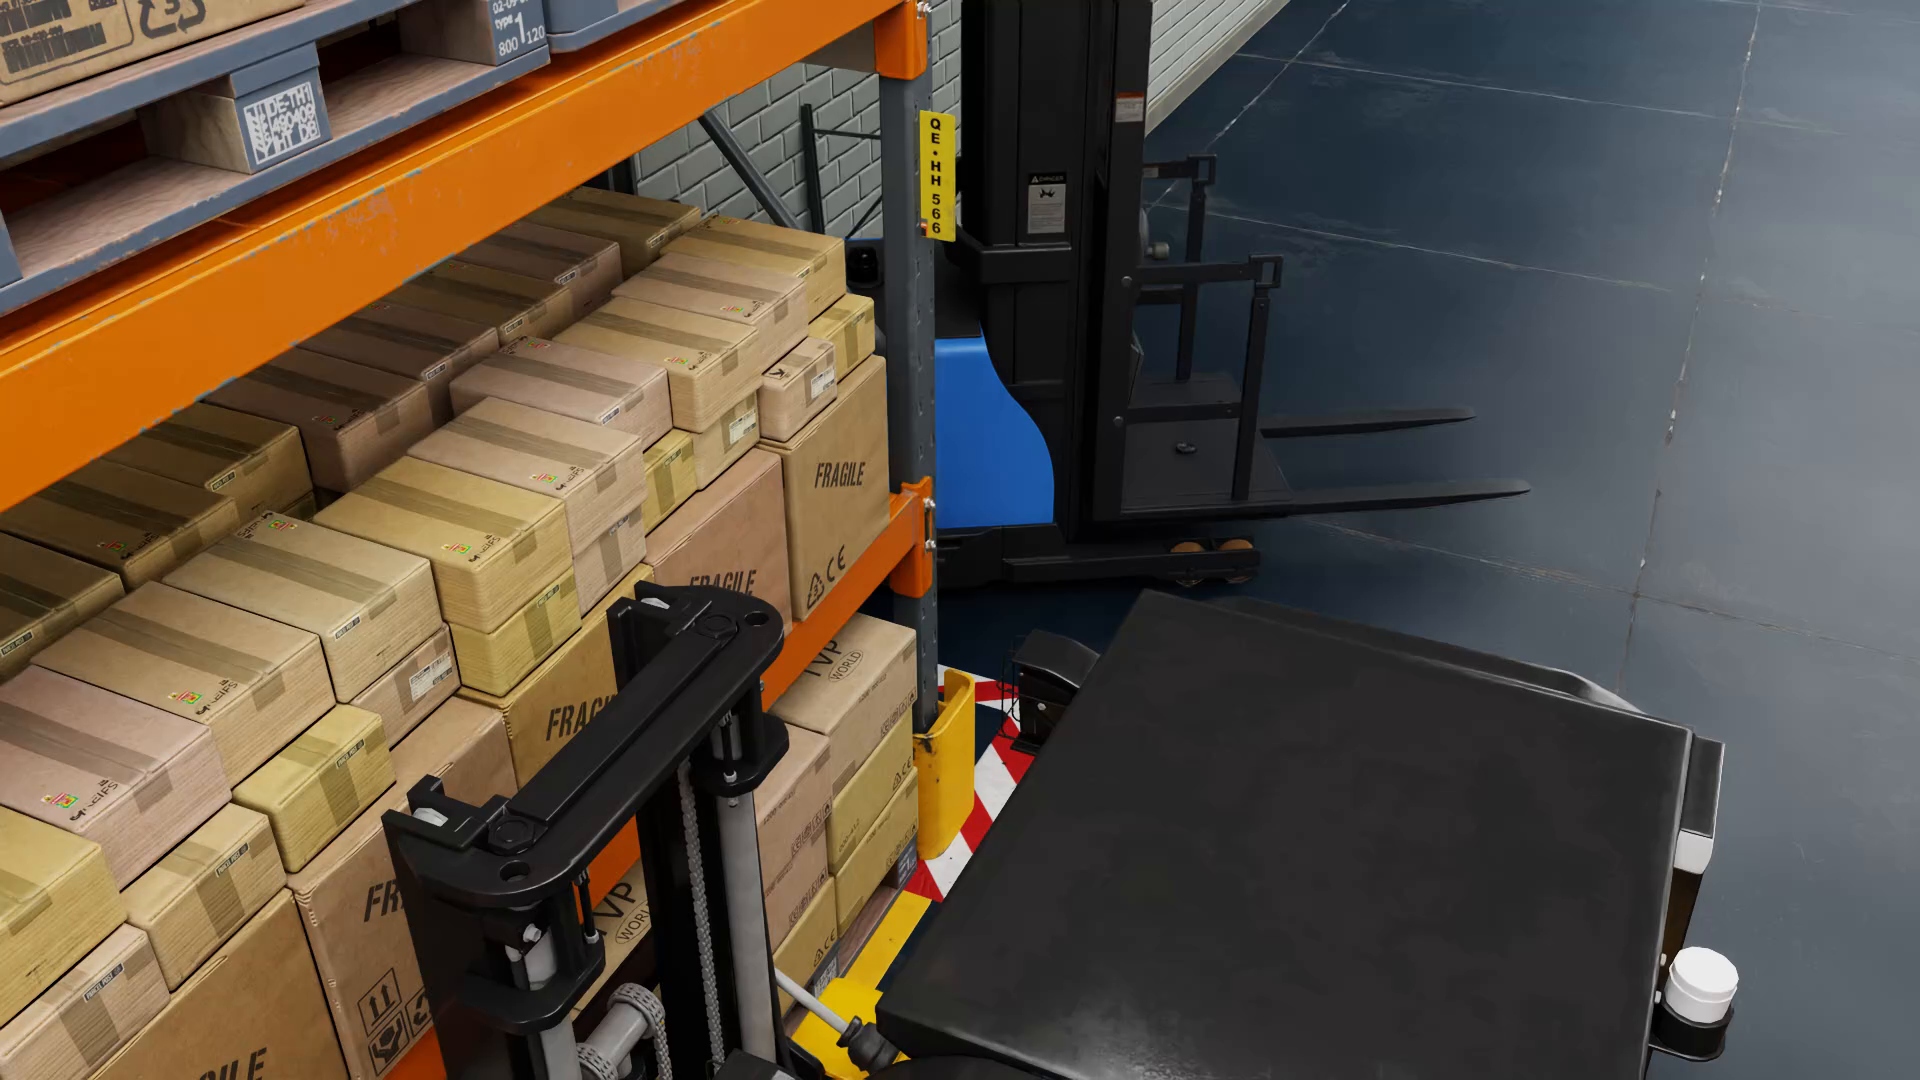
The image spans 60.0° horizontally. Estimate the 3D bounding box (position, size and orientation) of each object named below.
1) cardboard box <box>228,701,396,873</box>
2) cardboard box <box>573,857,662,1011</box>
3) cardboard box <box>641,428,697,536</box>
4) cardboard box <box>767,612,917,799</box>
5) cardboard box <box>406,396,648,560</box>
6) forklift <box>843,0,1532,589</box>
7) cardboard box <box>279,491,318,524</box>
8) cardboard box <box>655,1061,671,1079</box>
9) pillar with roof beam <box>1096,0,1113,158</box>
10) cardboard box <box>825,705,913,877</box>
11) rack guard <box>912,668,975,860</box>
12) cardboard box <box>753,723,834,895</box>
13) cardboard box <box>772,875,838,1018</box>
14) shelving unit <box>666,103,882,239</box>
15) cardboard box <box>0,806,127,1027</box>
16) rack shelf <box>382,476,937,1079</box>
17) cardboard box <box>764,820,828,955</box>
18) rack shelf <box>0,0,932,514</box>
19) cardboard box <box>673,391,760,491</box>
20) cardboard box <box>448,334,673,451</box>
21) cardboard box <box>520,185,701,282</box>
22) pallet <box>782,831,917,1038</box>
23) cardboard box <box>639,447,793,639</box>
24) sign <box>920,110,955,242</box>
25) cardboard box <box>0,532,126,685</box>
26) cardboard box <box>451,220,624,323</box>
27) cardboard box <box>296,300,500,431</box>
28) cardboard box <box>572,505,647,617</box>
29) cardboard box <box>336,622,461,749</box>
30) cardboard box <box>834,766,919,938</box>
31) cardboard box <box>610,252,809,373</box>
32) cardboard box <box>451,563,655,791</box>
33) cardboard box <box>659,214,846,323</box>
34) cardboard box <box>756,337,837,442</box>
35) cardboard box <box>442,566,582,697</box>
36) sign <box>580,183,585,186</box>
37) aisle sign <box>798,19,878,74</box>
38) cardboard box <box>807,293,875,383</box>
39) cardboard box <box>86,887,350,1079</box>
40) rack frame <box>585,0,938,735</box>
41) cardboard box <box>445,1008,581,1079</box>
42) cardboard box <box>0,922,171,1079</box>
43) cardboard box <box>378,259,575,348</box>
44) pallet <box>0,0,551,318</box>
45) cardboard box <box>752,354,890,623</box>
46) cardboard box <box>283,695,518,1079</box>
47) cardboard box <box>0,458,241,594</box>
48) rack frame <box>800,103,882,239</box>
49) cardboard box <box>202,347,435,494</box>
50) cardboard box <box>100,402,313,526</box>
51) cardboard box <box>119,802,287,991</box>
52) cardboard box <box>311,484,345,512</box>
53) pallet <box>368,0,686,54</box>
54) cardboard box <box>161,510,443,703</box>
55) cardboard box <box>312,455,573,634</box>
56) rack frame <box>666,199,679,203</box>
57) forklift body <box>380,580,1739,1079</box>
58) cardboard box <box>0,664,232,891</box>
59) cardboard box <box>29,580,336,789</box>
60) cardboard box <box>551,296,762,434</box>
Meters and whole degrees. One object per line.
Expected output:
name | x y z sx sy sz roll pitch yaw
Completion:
cardboard box | -1.181 0.370 2.768 0.380 0.149 0.250 13 36 20
cardboard box | -0.865 0.921 3.823 0.500 0.250 0.500 15 36 21
cardboard box | -0.794 -0.151 3.562 0.380 0.149 0.250 14 36 20
cardboard box | -0.454 0.412 4.599 0.500 0.250 0.500 15 36 22
cardboard box | -0.843 -0.127 3.255 0.380 0.149 0.250 15 36 22
forklift | 0.748 -1.336 6.114 3.031 2.935 1.130 -3 33 -5
cardboard box | -1.525 -0.025 3.369 0.380 0.149 0.250 15 36 22
cardboard box | -0.881 1.143 3.939 0.500 0.250 0.500 13 36 19
pillar with roof beam | 4.765 -4.815 5.886 9.100 9.000 0.400 14 36 20
cardboard box | -0.465 0.634 4.716 0.500 0.250 0.500 14 36 20
rack guard | -0.535 0.588 5.397 1.175 0.500 0.348 14 36 20
cardboard box | -0.663 0.667 4.209 0.500 0.250 0.500 15 36 21
cardboard box | -0.671 1.081 4.490 0.500 0.250 0.500 14 36 20
shelving unit | -0.568 -0.795 6.562 0.587 1.500 1.083 11 36 21
cardboard box | -1.405 0.499 2.300 0.380 0.149 0.250 14 36 20
rack shelf | -1.382 0.852 3.372 1.077 0.370 4.000 14 36 20
cardboard box | -0.684 0.881 4.339 0.500 0.250 0.500 14 36 20
rack shelf | -1.382 -0.403 2.549 1.077 0.370 4.000 14 36 20
cardboard box | -0.680 -0.272 3.747 0.380 0.149 0.250 15 36 21
cardboard box | -0.835 -0.282 3.491 0.380 0.149 0.250 14 36 21
cardboard box | -0.880 -0.764 4.226 0.380 0.149 0.250 13 36 20
pallet | -0.827 1.111 4.862 1.003 0.211 1.213 14 36 20
cardboard box | -0.738 0.075 3.810 0.500 0.500 0.500 15 36 22
sign | -0.058 -0.897 4.111 0.100 0.325 0.005 14 36 20
cardboard box | -1.660 0.132 2.859 0.380 0.149 0.250 15 36 22
cardboard box | -1.048 -0.646 4.046 0.380 0.149 0.250 15 36 22
cardboard box | -1.234 -0.387 3.651 0.380 0.149 0.250 14 36 21
cardboard box | -0.863 -0.007 3.343 0.380 0.149 0.250 13 35 19
cardboard box | -1.136 0.227 2.986 0.380 0.149 0.250 14 36 20
cardboard box | -0.455 0.836 4.865 0.500 0.250 0.500 14 36 21
cardboard box | -0.579 -0.526 3.863 0.380 0.149 0.250 14 36 21
cardboard box | -0.952 0.330 3.420 0.500 0.500 0.500 13 36 20
cardboard box | -0.504 -0.656 4.061 0.380 0.149 0.250 14 36 21
cardboard box | -0.516 -0.387 3.922 0.380 0.149 0.250 15 36 21
cardboard box | -0.950 0.123 3.144 0.380 0.149 0.250 14 36 21
sign | -1.047 -0.971 4.633 0.100 0.325 0.005 14 36 20
aisle sign | -0.251 -1.498 3.928 0.394 0.787 0.004 14 36 20
cardboard box | -0.436 -0.521 4.127 0.380 0.149 0.250 15 36 21
cardboard box | -1.382 0.828 2.660 0.500 0.500 0.500 14 36 20
rack frame | -0.545 -0.445 4.693 1.000 3.000 0.127 14 36 20
cardboard box | -1.084 1.172 3.440 0.500 0.250 0.500 13 36 20
cardboard box | -1.374 0.634 2.365 0.380 0.149 0.250 14 36 20
cardboard box | -1.117 -0.507 3.834 0.380 0.149 0.250 15 36 21
pallet | -1.374 -0.707 2.437 1.003 0.211 1.213 14 36 20
cardboard box | -0.512 -0.182 4.200 0.500 0.500 0.500 13 36 19
cardboard box | -1.152 0.583 3.034 0.500 0.500 0.500 14 36 21
cardboard box | -1.553 -0.001 3.061 0.380 0.149 0.250 14 36 21
rack frame | -0.365 -1.069 6.951 0.500 1.500 0.032 11 36 21
cardboard box | -1.322 -0.250 3.442 0.380 0.149 0.250 15 36 22
cardboard box | -1.521 -0.142 3.277 0.380 0.149 0.250 13 36 19
cardboard box | -1.285 0.505 2.562 0.380 0.149 0.250 13 35 19
cardboard box | -1.416 -0.159 3.575 0.380 0.149 0.250 15 36 21
pallet | -0.864 -1.316 3.367 1.003 0.211 1.213 14 36 20
cardboard box | -1.140 0.109 2.894 0.380 0.149 0.250 15 36 21
cardboard box | -0.946 0.003 3.056 0.380 0.149 0.250 15 36 21
rack frame | -0.764 -0.530 6.186 0.500 1.500 0.032 11 36 21
forklift body | 0.319 1.273 2.848 2.313 2.155 1.214 14 36 20
cardboard box | -1.349 0.359 2.513 0.380 0.149 0.250 14 36 20
cardboard box | -1.261 0.231 2.708 0.380 0.149 0.250 14 36 21
cardboard box | -0.663 -0.389 3.654 0.380 0.149 0.250 15 36 22
